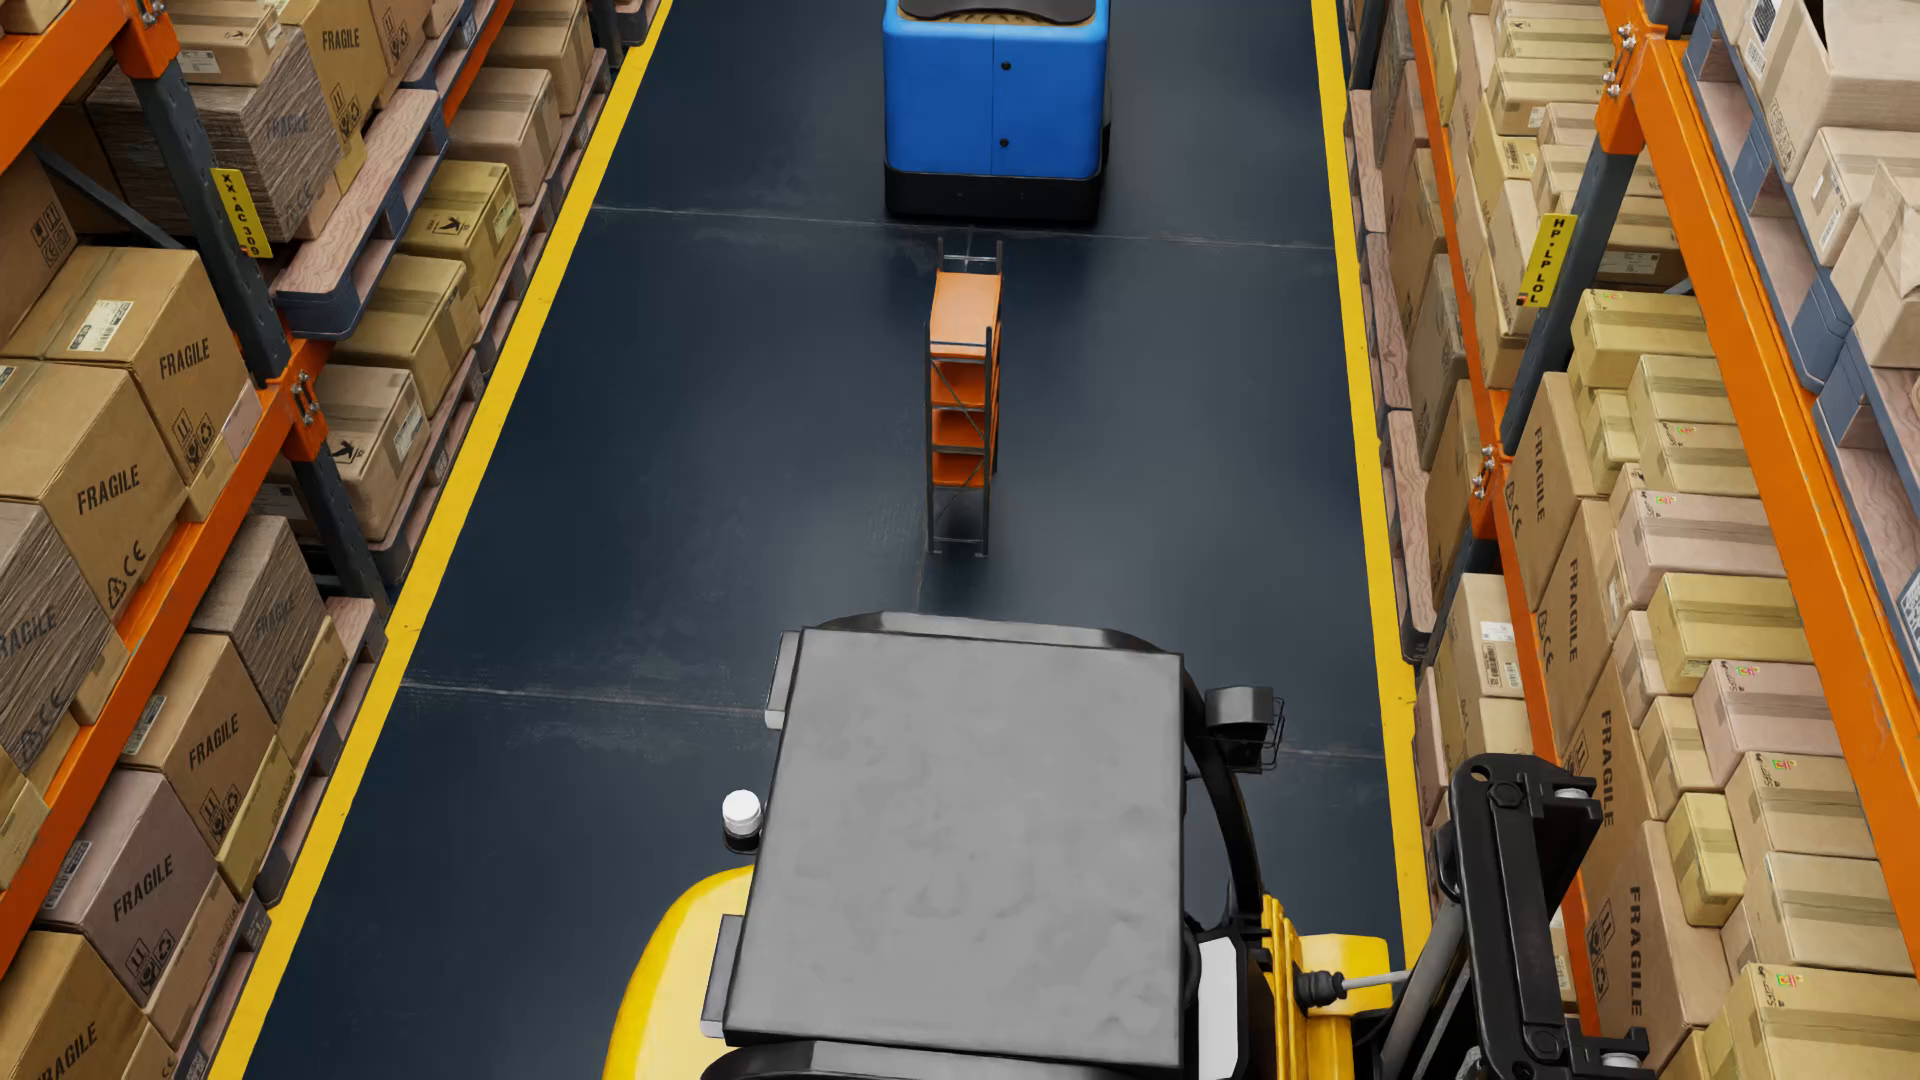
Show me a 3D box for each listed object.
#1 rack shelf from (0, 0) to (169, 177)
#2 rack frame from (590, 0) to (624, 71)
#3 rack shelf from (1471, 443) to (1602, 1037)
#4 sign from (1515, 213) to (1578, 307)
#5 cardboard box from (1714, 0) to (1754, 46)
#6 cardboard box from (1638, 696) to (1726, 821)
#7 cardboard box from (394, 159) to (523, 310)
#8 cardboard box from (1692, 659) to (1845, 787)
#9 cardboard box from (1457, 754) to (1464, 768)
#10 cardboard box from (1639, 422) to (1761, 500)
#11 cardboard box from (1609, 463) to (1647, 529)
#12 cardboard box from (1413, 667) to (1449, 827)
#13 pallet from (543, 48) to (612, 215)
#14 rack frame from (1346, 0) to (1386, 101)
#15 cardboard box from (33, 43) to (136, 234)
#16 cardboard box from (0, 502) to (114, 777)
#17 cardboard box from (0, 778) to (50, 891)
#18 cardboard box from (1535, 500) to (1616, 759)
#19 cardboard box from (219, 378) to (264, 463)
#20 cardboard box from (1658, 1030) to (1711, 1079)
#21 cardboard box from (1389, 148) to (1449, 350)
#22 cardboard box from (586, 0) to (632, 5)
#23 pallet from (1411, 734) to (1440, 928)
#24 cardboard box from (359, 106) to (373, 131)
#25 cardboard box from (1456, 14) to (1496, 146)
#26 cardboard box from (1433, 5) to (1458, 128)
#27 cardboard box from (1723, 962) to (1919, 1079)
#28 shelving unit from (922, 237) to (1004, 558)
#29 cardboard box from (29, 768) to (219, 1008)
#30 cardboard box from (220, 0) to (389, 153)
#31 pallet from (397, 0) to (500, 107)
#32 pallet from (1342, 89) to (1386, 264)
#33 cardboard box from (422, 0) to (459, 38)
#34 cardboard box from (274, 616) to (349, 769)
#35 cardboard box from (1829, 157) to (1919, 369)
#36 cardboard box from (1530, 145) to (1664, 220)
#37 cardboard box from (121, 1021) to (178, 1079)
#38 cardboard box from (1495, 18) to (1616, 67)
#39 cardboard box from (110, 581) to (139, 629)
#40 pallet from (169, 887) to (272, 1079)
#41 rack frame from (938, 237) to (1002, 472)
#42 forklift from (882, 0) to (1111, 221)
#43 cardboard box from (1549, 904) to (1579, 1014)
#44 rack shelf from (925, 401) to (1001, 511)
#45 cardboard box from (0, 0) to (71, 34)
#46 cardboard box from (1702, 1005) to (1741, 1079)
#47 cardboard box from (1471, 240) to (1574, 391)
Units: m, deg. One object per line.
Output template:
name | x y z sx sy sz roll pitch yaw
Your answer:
rack shelf | -2.912 -0.031 3.226 1.077 0.370 4.000 4 48 4
rack frame | -2.365 -3.670 8.100 1.000 3.000 0.127 4 48 4
rack shelf | 2.031 1.313 4.030 1.077 0.370 4.000 4 48 4
sign | 1.672 -0.793 4.738 0.100 0.325 0.005 4 48 4
cardboard box | 1.870 -1.194 3.620 0.380 0.149 0.250 5 48 4
cardboard box | 1.777 0.503 3.776 0.380 0.149 0.250 2 48 2
cardboard box | -2.561 -1.411 7.530 0.950 0.372 0.625 5 48 5
cardboard box | 1.851 0.413 3.656 0.380 0.149 0.250 4 48 3
cardboard box | 1.818 0.923 5.139 0.500 0.250 0.500 4 48 3
cardboard box | 1.941 -0.152 4.174 0.380 0.149 0.250 3 48 3
cardboard box | 1.905 -0.052 4.284 0.380 0.149 0.250 4 48 3
cardboard box | 1.840 0.720 5.664 0.500 0.250 0.500 4 48 4
pallet | -2.438 -2.155 8.604 1.003 0.211 1.213 4 48 4
rack frame | 2.578 -3.339 7.797 1.000 3.000 0.127 4 48 4
cardboard box | -2.916 -1.362 5.435 0.500 0.500 0.500 3 48 3
cardboard box | -2.605 0.239 4.256 0.500 0.500 0.500 5 48 5
cardboard box | -2.585 0.735 4.241 0.380 0.149 0.250 4 48 4
cardboard box | 1.882 0.259 4.439 0.500 0.500 0.500 5 48 4
cardboard box | -2.456 -0.389 5.270 0.380 0.149 0.250 3 48 3
cardboard box | 1.735 1.369 3.423 0.500 0.500 0.500 3 48 3
cardboard box | 2.395 -1.247 7.208 0.875 0.625 0.625 2 48 2
cardboard box | -2.220 -3.597 9.188 0.875 0.875 0.875 3 48 3
pallet | 2.099 1.123 5.606 1.003 0.211 1.213 4 48 4
cardboard box | -2.384 -1.569 6.064 0.380 0.149 0.250 7 48 6
cardboard box | 2.096 -1.650 6.015 0.500 0.250 0.500 5 48 4
cardboard box | 2.155 -1.850 6.537 0.500 0.250 0.500 5 48 5
cardboard box | 1.688 0.964 3.152 0.380 0.149 0.250 5 48 4
shelving unit | 0.015 -0.527 6.444 0.258 1.200 0.503 4 48 4
cardboard box | -2.606 1.004 4.895 0.500 0.500 0.500 6 48 6
cardboard box | -2.356 -1.700 5.744 0.500 0.500 0.500 4 48 4
pallet | -2.505 -2.148 6.838 1.003 0.211 1.213 4 48 4
pallet | 2.464 -1.796 8.275 1.003 0.211 1.213 4 48 4
cardboard box | -2.218 -2.129 6.576 0.380 0.149 0.250 6 48 5
cardboard box | -2.516 0.508 5.857 0.500 0.250 0.500 6 48 5
cardboard box | 1.776 -0.472 2.881 0.396 0.266 0.258 3 48 3
cardboard box | 2.029 -1.109 5.250 0.380 0.149 0.250 3 48 3
cardboard box | -2.654 1.644 4.818 0.500 0.250 0.500 7 48 6
cardboard box | 2.082 -1.676 5.769 0.380 0.149 0.250 3 48 3
cardboard box | -2.609 0.163 4.765 0.380 0.149 0.250 3 48 3
pallet | -2.864 1.605 5.165 1.003 0.211 1.213 4 48 4
rack frame | 0.037 -0.706 6.608 0.240 1.200 0.015 4 48 4
forklift | 0.258 -3.631 8.111 1.130 2.935 3.031 3 48 3
cardboard box | 1.766 1.125 4.616 0.500 0.250 0.500 5 48 5
rack shelf | 0.015 -0.347 6.641 0.258 0.148 0.480 4 48 4
cardboard box | -2.454 -1.406 4.166 0.380 0.149 0.250 4 48 4
cardboard box | 1.694 1.069 3.258 0.380 0.149 0.250 4 48 4
cardboard box | 1.999 -0.737 5.519 0.500 0.250 0.500 5 48 4
